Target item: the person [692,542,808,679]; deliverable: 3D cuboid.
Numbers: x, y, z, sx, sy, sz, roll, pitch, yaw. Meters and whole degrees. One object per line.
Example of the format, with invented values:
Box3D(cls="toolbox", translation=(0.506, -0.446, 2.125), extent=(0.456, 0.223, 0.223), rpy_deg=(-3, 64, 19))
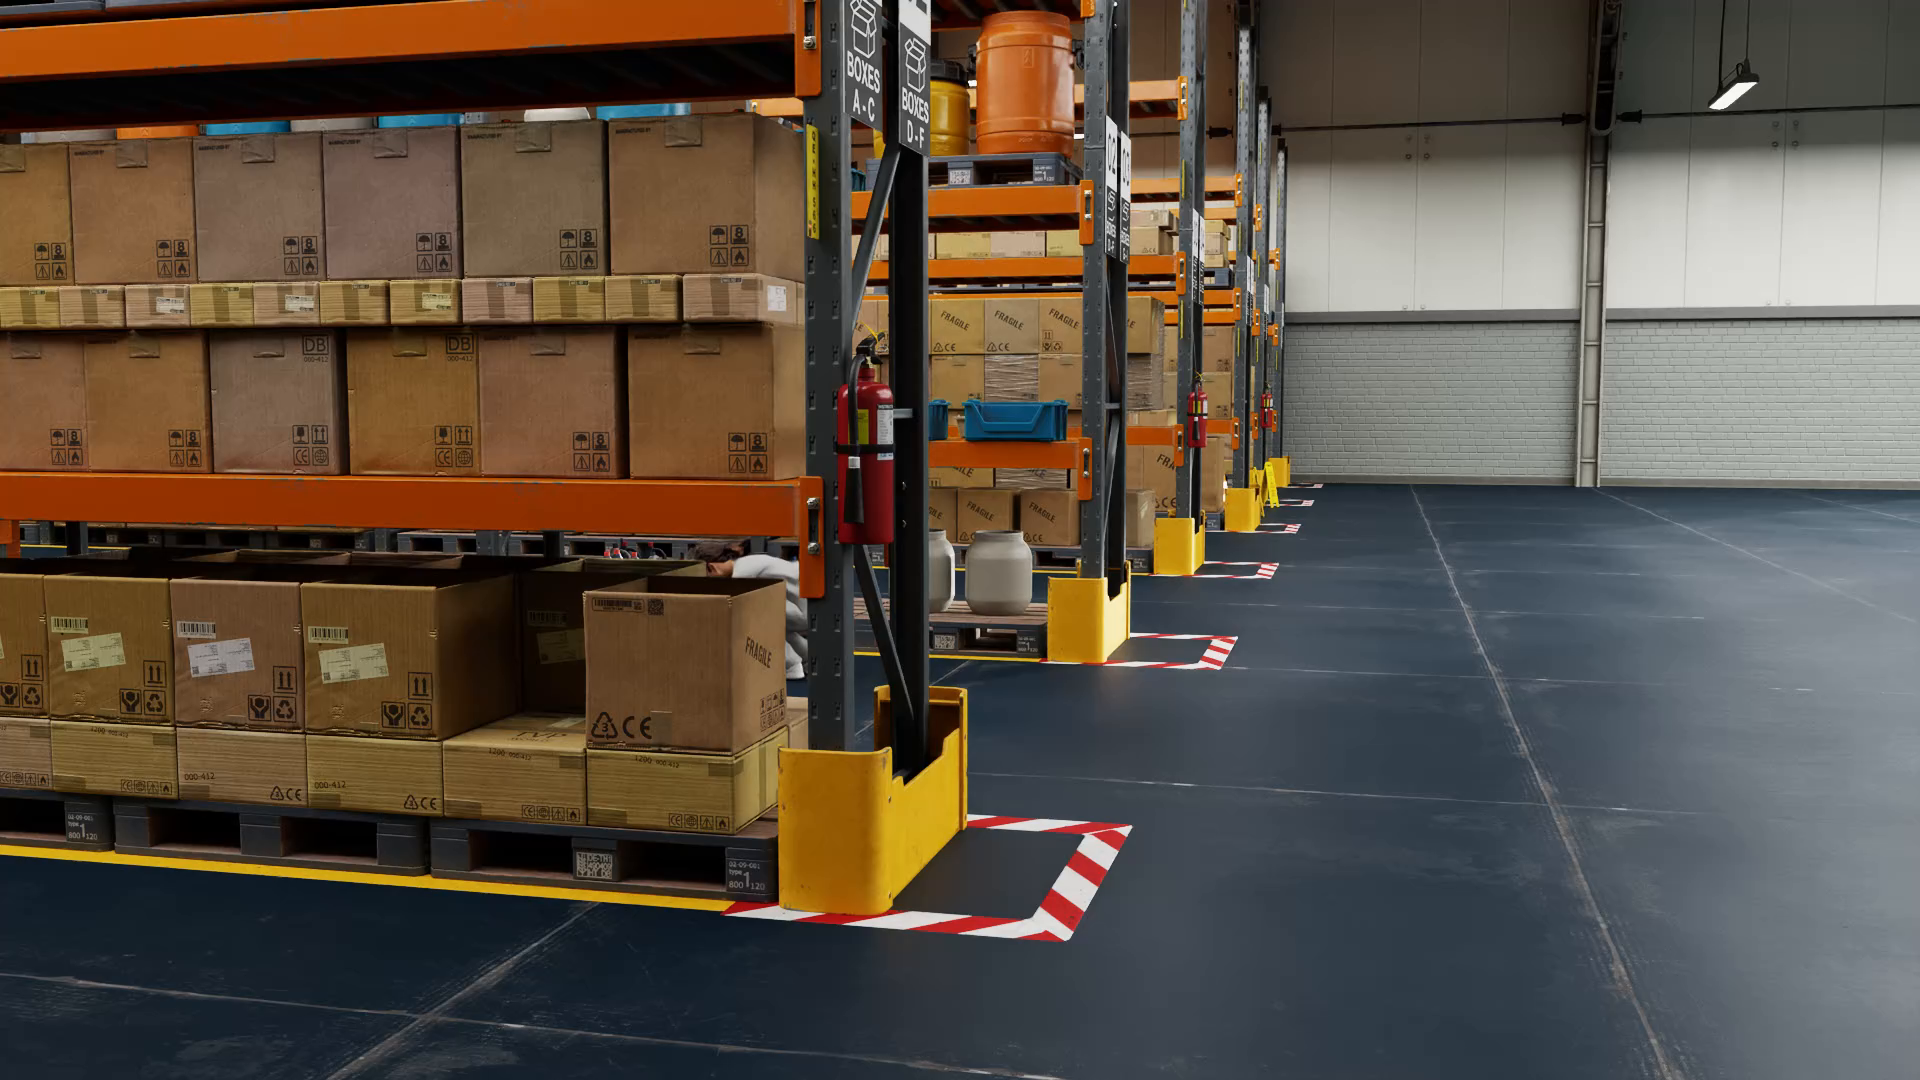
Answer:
Box3D(cls="person", translation=(-1.094, 0.410, 9.349), extent=(0.819, 0.813, 0.469), rpy_deg=(1, 5, 13))
